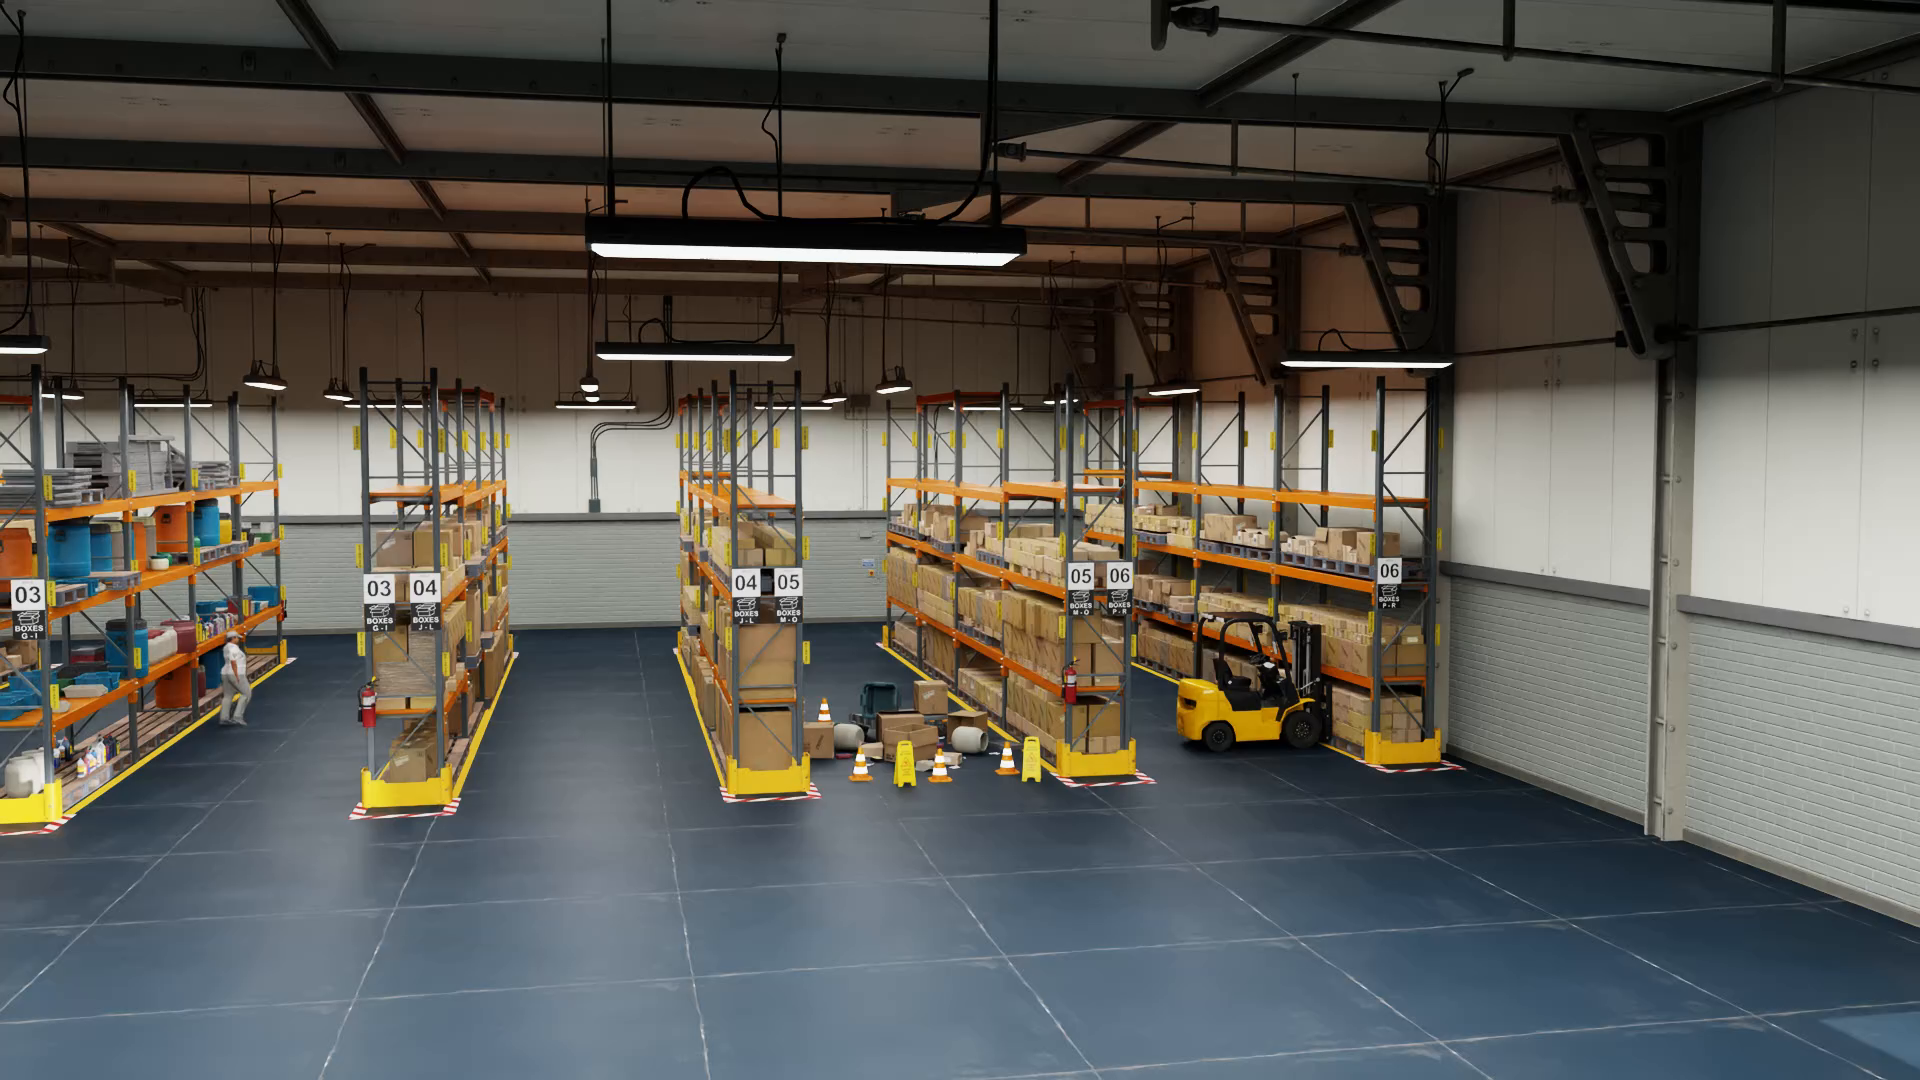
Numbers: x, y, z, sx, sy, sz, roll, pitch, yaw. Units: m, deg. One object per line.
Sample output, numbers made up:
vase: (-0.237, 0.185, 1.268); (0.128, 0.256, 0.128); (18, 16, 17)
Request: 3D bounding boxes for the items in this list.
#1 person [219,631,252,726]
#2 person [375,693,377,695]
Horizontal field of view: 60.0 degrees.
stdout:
person: (-12.815, 2.437, 29.316); (0.589, 1.665, 0.529); (2, 4, 35)
person: (-11.273, 2.258, 32.241); (0.439, 1.615, 0.957); (-1, 4, -20)
